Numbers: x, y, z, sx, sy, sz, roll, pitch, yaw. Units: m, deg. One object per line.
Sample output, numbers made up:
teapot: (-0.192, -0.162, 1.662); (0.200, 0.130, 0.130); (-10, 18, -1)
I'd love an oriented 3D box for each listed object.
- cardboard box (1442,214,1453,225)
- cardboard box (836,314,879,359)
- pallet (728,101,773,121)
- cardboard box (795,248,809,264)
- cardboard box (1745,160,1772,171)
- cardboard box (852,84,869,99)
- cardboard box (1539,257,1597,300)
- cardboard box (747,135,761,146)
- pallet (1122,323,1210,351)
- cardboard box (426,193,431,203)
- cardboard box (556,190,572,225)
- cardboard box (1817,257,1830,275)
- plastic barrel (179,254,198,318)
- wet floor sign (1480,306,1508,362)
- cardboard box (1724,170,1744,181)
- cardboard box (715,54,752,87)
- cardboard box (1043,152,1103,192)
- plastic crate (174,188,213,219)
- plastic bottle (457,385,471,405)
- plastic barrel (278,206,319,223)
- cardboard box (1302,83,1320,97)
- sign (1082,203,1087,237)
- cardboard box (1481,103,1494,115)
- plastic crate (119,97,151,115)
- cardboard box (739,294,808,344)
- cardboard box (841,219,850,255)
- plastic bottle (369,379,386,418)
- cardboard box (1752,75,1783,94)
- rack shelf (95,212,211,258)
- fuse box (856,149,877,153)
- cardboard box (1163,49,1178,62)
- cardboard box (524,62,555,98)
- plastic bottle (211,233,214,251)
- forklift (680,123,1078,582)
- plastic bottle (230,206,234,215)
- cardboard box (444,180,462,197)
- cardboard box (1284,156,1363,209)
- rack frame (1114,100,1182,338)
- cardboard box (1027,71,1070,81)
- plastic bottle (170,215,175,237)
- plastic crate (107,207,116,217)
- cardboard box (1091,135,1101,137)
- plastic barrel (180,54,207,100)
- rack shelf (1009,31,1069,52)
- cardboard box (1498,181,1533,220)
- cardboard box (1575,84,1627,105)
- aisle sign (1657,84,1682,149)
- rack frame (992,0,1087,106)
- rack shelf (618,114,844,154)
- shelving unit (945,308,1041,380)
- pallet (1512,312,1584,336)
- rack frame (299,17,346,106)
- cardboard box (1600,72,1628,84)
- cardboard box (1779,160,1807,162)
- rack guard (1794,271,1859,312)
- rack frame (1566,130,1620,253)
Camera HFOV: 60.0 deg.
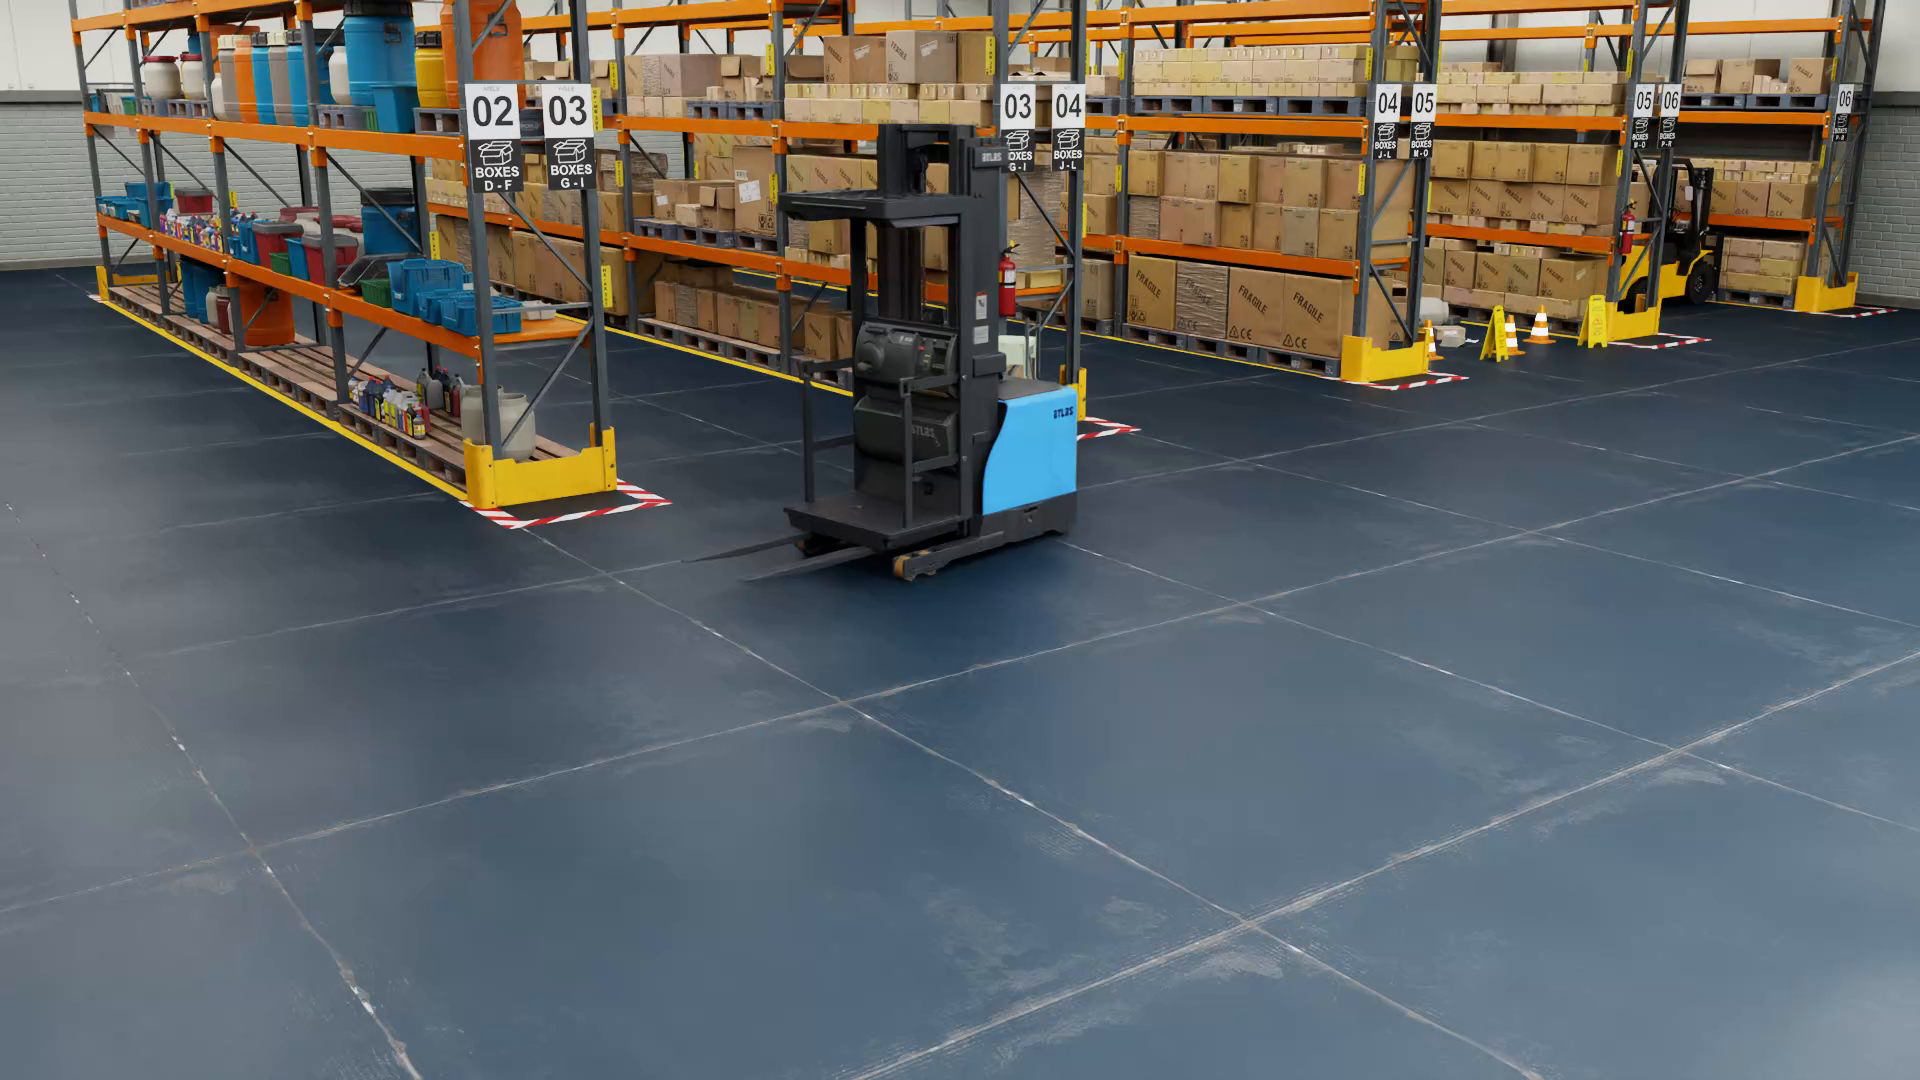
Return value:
cardboard box: (6.996, -4.515, 23.365); (0.380, 0.149, 0.250); (-11, 19, -35)
cardboard box: (-1.071, -2.207, 18.397); (0.500, 0.500, 0.500); (-5, 16, -17)
pallet: (-1.894, -4.927, 19.071); (1.213, 0.211, 1.003); (-11, 19, -35)
cardboard box: (-1.597, -3.154, 18.392); (0.380, 0.149, 0.250); (-11, 19, -35)
cardboard box: (11.951, -5.591, 24.839); (0.380, 0.149, 0.250); (-11, 19, -34)
cardboard box: (-0.878, -4.600, 17.046); (0.380, 0.149, 0.250); (-11, 19, -36)
cardboard box: (8.069, -3.475, 22.085); (0.500, 0.500, 0.500); (-11, 19, -34)
cardboard box: (-3.342, -6.833, 28.712); (0.500, 0.500, 0.500); (-10, 18, -33)
pallet: (2.839, -2.652, 21.364); (1.003, 0.211, 1.213); (-11, 19, -35)
cardboard box: (-8.731, -5.737, 27.831); (0.380, 0.149, 0.250); (-11, 19, -34)
cardboard box: (-5.354, -4.719, 23.445); (0.500, 0.500, 0.500); (-10, 18, -33)
cardboard box: (12.656, -4.128, 24.943); (0.500, 0.250, 0.500); (-10, 18, -34)
plastic barrel: (-10.021, -3.434, 22.120); (0.600, 0.901, 0.708); (-11, 19, -35)
wet floor sign: (6.425, -2.483, 19.924); (0.232, 0.644, 0.267); (14, 21, 42)
cardboard box: (11.724, -5.489, 25.031); (0.380, 0.149, 0.250); (-12, 19, -36)
cardboard box: (-2.897, -5.734, 20.526); (0.500, 0.500, 0.500); (-10, 18, -34)
cardboard box: (1.557, -5.024, 22.667); (0.700, 0.500, 0.500); (-11, 19, -34)
plastic crate: (-10.649, -4.652, 23.155); (0.402, 0.464, 0.583); (-11, 19, -35)
plastic bottle: (-4.616, -1.314, 15.523); (0.152, 0.276, 0.135); (-10, 18, -34)
plastic barrel: (-7.457, -3.522, 19.003); (0.600, 0.536, 0.708); (-11, 19, -35)
cardboard box: (4.038, -5.020, 18.546); (0.380, 0.149, 0.250); (-11, 19, -34)
sign: (1.174, -3.070, 15.973); (0.100, 0.325, 0.005); (-11, 19, -35)
cardboard box: (7.292, -5.852, 22.569); (0.380, 0.149, 0.250); (-11, 19, -34)
plastic crate: (-11.120, -5.873, 22.488); (0.416, 0.233, 0.300); (-11, 19, -35)
cardboard box: (-2.226, -2.669, 20.046); (0.700, 0.500, 0.500); (-11, 19, -35)
cardboard box: (-0.761, -3.305, 17.718); (0.875, 0.500, 0.500); (-11, 19, -35)
plastic bottle: (-5.373, -1.311, 15.370); (0.144, 0.351, 0.185); (-12, 19, -37)
cardboard box: (11.882, -6.695, 24.442); (0.396, 0.266, 0.258); (-11, 19, -34)
rack shelf: (-11.503, -4.442, 23.988); (1.077, 0.370, 4.000); (-11, 19, -35)
fuse box: (-2.206, -8.397, 39.516); (0.539, 1.711, 0.414); (-11, 19, -35)
cardboard box: (2.693, -5.893, 20.224); (0.380, 0.149, 0.250); (-11, 19, -35)
cardboard box: (-5.971, -6.706, 24.230); (0.700, 0.500, 0.500); (-10, 18, -33)
plastic bottle: (-8.804, -3.530, 19.668); (0.097, 0.201, 0.097); (0, 15, 0)
forklift: (-0.518, -1.293, 11.248); (1.130, 2.935, 3.031); (14, 21, 42)
plastic bottle: (-9.522, -4.193, 21.807); (0.144, 0.351, 0.185); (-11, 19, -35)
cardboard box: (-8.005, -5.694, 26.919); (0.500, 0.250, 0.500); (-12, 19, -36)
cardboard box: (4.222, -4.099, 19.039); (0.875, 0.550, 0.550); (-11, 19, -35)
rack frame: (2.455, -4.171, 21.634); (1.000, 3.000, 0.127); (-11, 19, -35)
cardboard box: (1.246, -6.166, 22.424); (0.500, 0.311, 0.500); (-12, 19, -37)
plastic bottle: (-10.102, -4.035, 21.381); (0.097, 0.271, 0.097); (0, 15, 0)
plastic crate: (-12.279, -4.788, 24.274); (0.250, 0.136, 0.298); (-11, 19, -35)
cardboard box: (2.472, -7.034, 30.010); (0.500, 0.500, 0.500); (-10, 18, -33)
plastic barrel: (-9.139, -5.578, 20.040); (0.433, 0.535, 0.433); (0, 15, 0)
rack shelf: (0.520, -9.450, 31.678); (1.077, 0.370, 4.000); (-11, 19, -35)
cardboard box: (7.627, -4.587, 22.399); (0.500, 0.500, 0.500); (-11, 19, -35)
cardboard box: (8.232, -5.692, 21.230); (0.500, 0.250, 0.500); (-11, 19, -35)
aisle sign: (9.038, -5.396, 21.183); (0.394, 0.787, 0.004); (-11, 19, -35)
rack frame: (0.735, -5.462, 14.987); (1.000, 3.000, 0.127); (-11, 19, -35)
rack shelf: (-2.793, -4.950, 20.159); (1.077, 0.370, 4.000); (-11, 19, -35)
shelving unit: (0.207, -1.024, 12.978); (0.755, 1.500, 0.431); (4, 16, 16)
pallet: (8.257, -2.957, 22.480); (1.003, 0.211, 1.213); (-11, 19, -35)
rack frame: (-5.623, -5.548, 15.299); (1.000, 3.000, 0.127); (-11, 19, -35)
cardboard box: (8.313, -5.843, 21.027); (0.380, 0.149, 0.250); (-11, 19, -34)
cardboard box: (12.446, -5.603, 24.883); (0.380, 0.149, 0.250); (-10, 18, -33)
rack guard: (12.778, -3.667, 24.528); (1.175, 0.500, 0.348); (-11, 19, -35)
rack frame: (10.412, -5.732, 27.338); (1.000, 3.000, 0.127); (-11, 19, -35)
